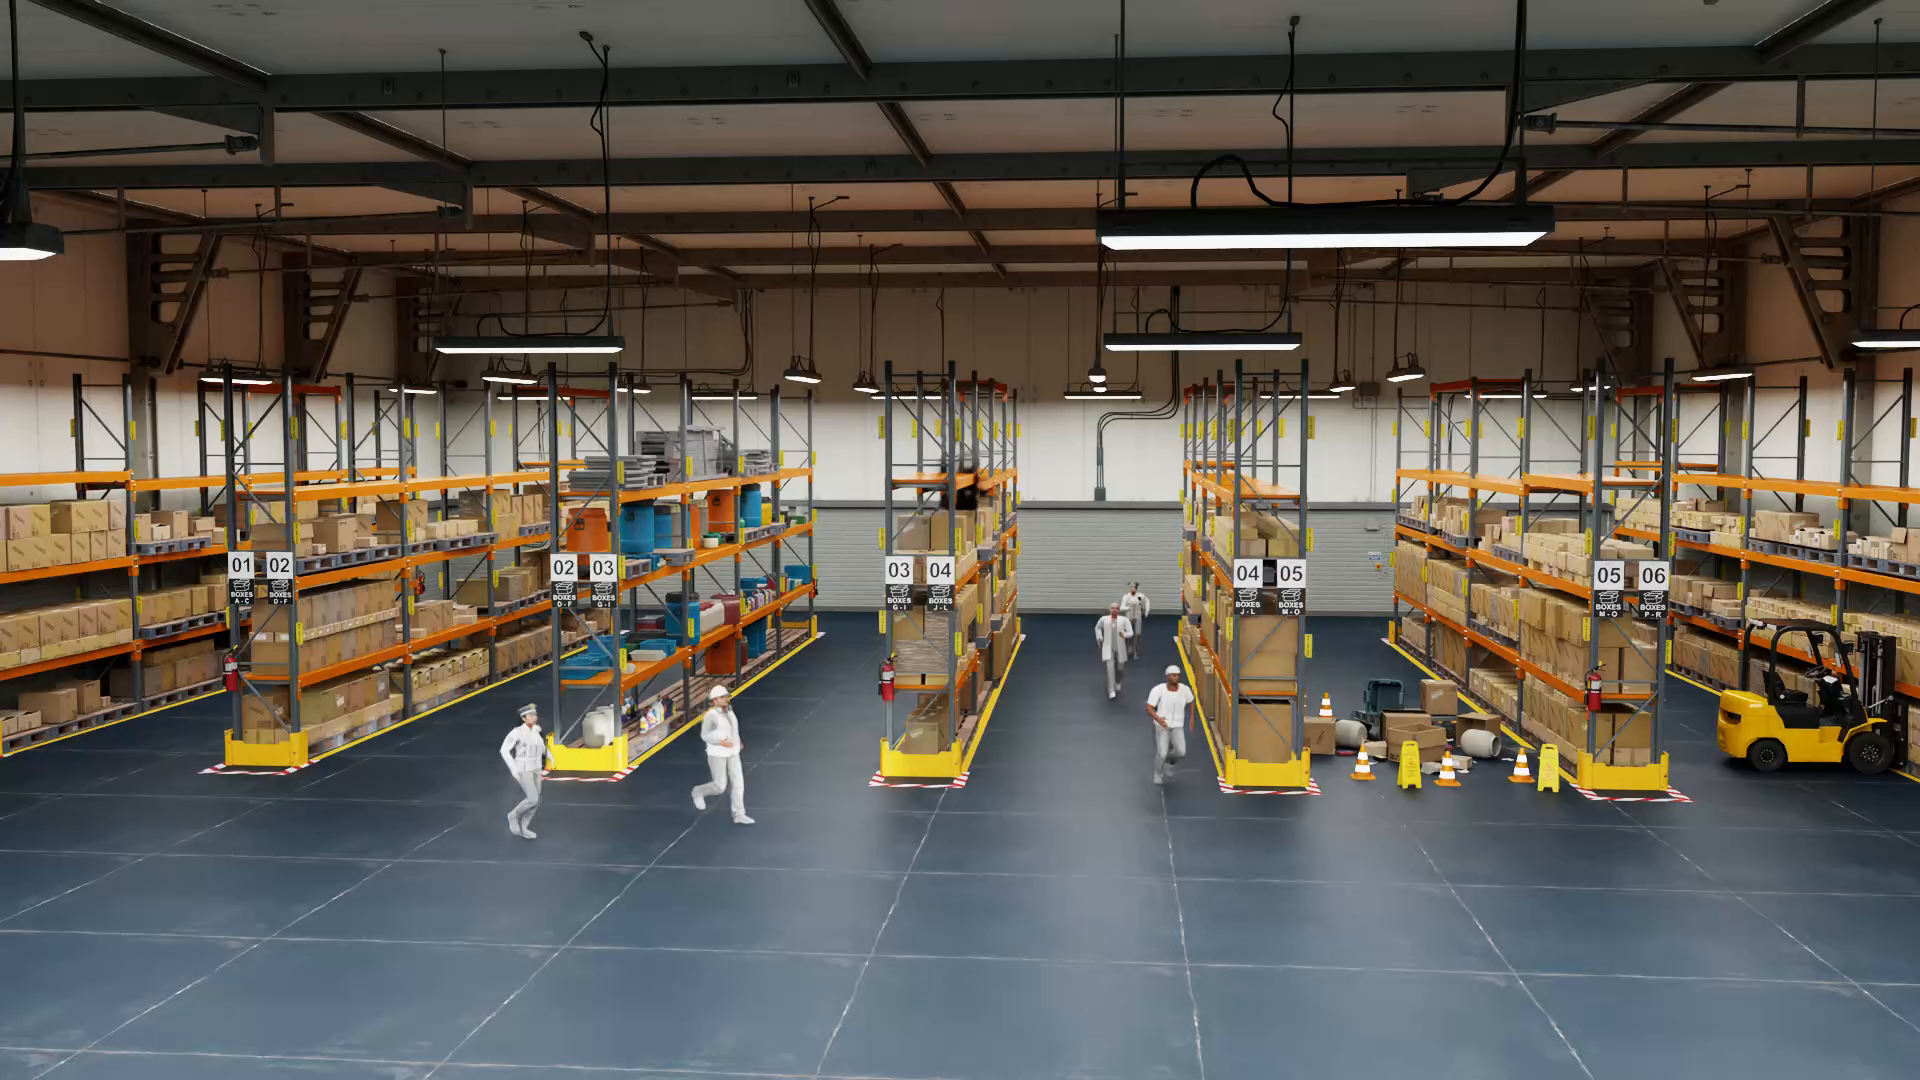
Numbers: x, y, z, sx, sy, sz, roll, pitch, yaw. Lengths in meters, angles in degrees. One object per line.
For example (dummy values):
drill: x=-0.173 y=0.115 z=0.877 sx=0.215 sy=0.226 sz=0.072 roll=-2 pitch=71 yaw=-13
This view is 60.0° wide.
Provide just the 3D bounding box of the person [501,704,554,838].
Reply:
person: x=-5.272 y=2.831 z=20.430 sx=0.538 sy=1.663 sz=0.630 roll=2 pitch=4 yaw=29

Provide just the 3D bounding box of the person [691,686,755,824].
person: x=-3.015 y=2.729 z=21.249 sx=0.971 sy=1.741 sz=0.676 roll=3 pitch=5 yaw=36

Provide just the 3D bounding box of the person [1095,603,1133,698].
person: x=2.894 y=2.053 z=31.242 sx=0.715 sy=1.755 sz=1.027 roll=0 pitch=4 yaw=3

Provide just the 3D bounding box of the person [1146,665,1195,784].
person: x=2.993 y=2.605 z=23.411 sx=0.753 sy=1.681 sz=0.563 roll=-1 pitch=4 yaw=-10

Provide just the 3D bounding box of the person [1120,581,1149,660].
person: x=3.846 y=1.756 z=36.573 sx=0.620 sy=1.739 sz=0.872 roll=1 pitch=4 yaw=9
